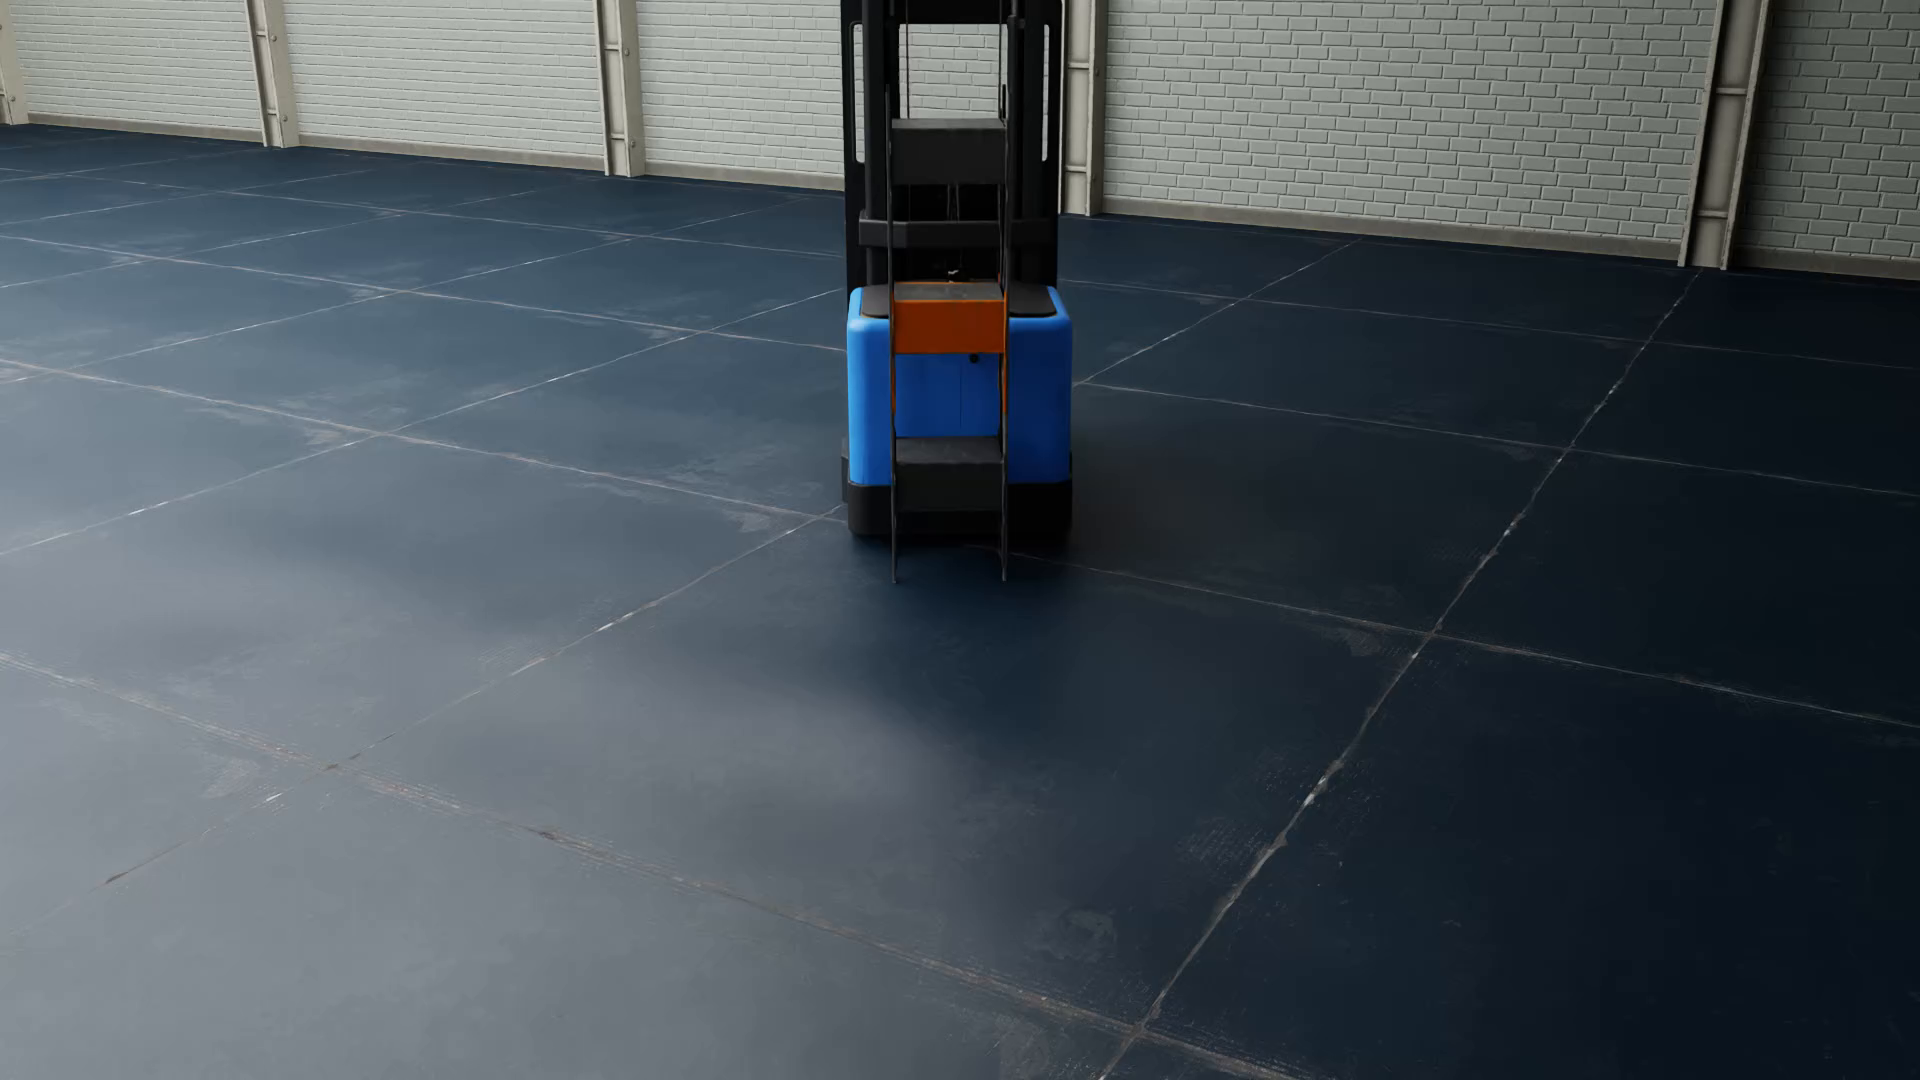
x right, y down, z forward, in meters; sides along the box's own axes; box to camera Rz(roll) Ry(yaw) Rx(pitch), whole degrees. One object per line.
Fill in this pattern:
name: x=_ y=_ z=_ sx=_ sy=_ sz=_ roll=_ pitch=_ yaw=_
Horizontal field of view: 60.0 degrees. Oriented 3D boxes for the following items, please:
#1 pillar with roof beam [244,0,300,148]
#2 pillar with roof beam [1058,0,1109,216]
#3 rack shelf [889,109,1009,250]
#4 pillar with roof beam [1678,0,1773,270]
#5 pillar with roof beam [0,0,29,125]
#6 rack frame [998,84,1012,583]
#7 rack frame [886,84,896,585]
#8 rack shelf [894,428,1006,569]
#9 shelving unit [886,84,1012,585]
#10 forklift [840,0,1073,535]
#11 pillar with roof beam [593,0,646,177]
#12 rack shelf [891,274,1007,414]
pillar with roof beam: x=-11.345 y=-8.331 z=17.636 sx=0.400 sy=9.000 sz=9.100 roll=11 pitch=23 yaw=27
pillar with roof beam: x=-0.868 y=-6.335 z=12.134 sx=0.400 sy=9.000 sz=9.100 roll=11 pitch=23 yaw=27
rack shelf: x=-0.052 y=-1.508 z=6.929 sx=0.480 sy=0.518 sz=0.431 roll=-1 pitch=20 yaw=-2
pillar with roof beam: x=4.370 y=-5.338 z=9.383 sx=0.400 sy=9.000 sz=9.100 roll=11 pitch=23 yaw=27
pillar with roof beam: x=-16.583 y=-9.329 z=20.386 sx=0.400 sy=9.000 sz=9.100 roll=11 pitch=23 yaw=27
rack frame: x=0.192 y=-0.865 z=7.172 sx=0.015 sy=2.100 sz=0.400 roll=-1 pitch=20 yaw=-2
rack frame: x=-0.295 y=-0.859 z=7.154 sx=0.015 sy=2.100 sz=0.400 roll=-1 pitch=20 yaw=-2
rack shelf: x=-0.052 y=-0.191 z=7.406 sx=0.480 sy=0.518 sz=0.431 roll=-1 pitch=20 yaw=-2
shelving unit: x=-0.052 y=-0.862 z=7.163 sx=0.503 sy=2.100 sz=0.431 roll=-1 pitch=20 yaw=-2
forklift: x=-0.053 y=-1.854 z=8.678 sx=1.130 sy=2.935 sz=3.031 roll=-1 pitch=20 yaw=-2
pillar with roof beam: x=-6.106 y=-7.333 z=14.885 sx=0.400 sy=9.000 sz=9.100 roll=11 pitch=23 yaw=27
rack shelf: x=-0.052 y=-0.849 z=7.168 sx=0.480 sy=0.518 sz=0.431 roll=-1 pitch=20 yaw=-2
